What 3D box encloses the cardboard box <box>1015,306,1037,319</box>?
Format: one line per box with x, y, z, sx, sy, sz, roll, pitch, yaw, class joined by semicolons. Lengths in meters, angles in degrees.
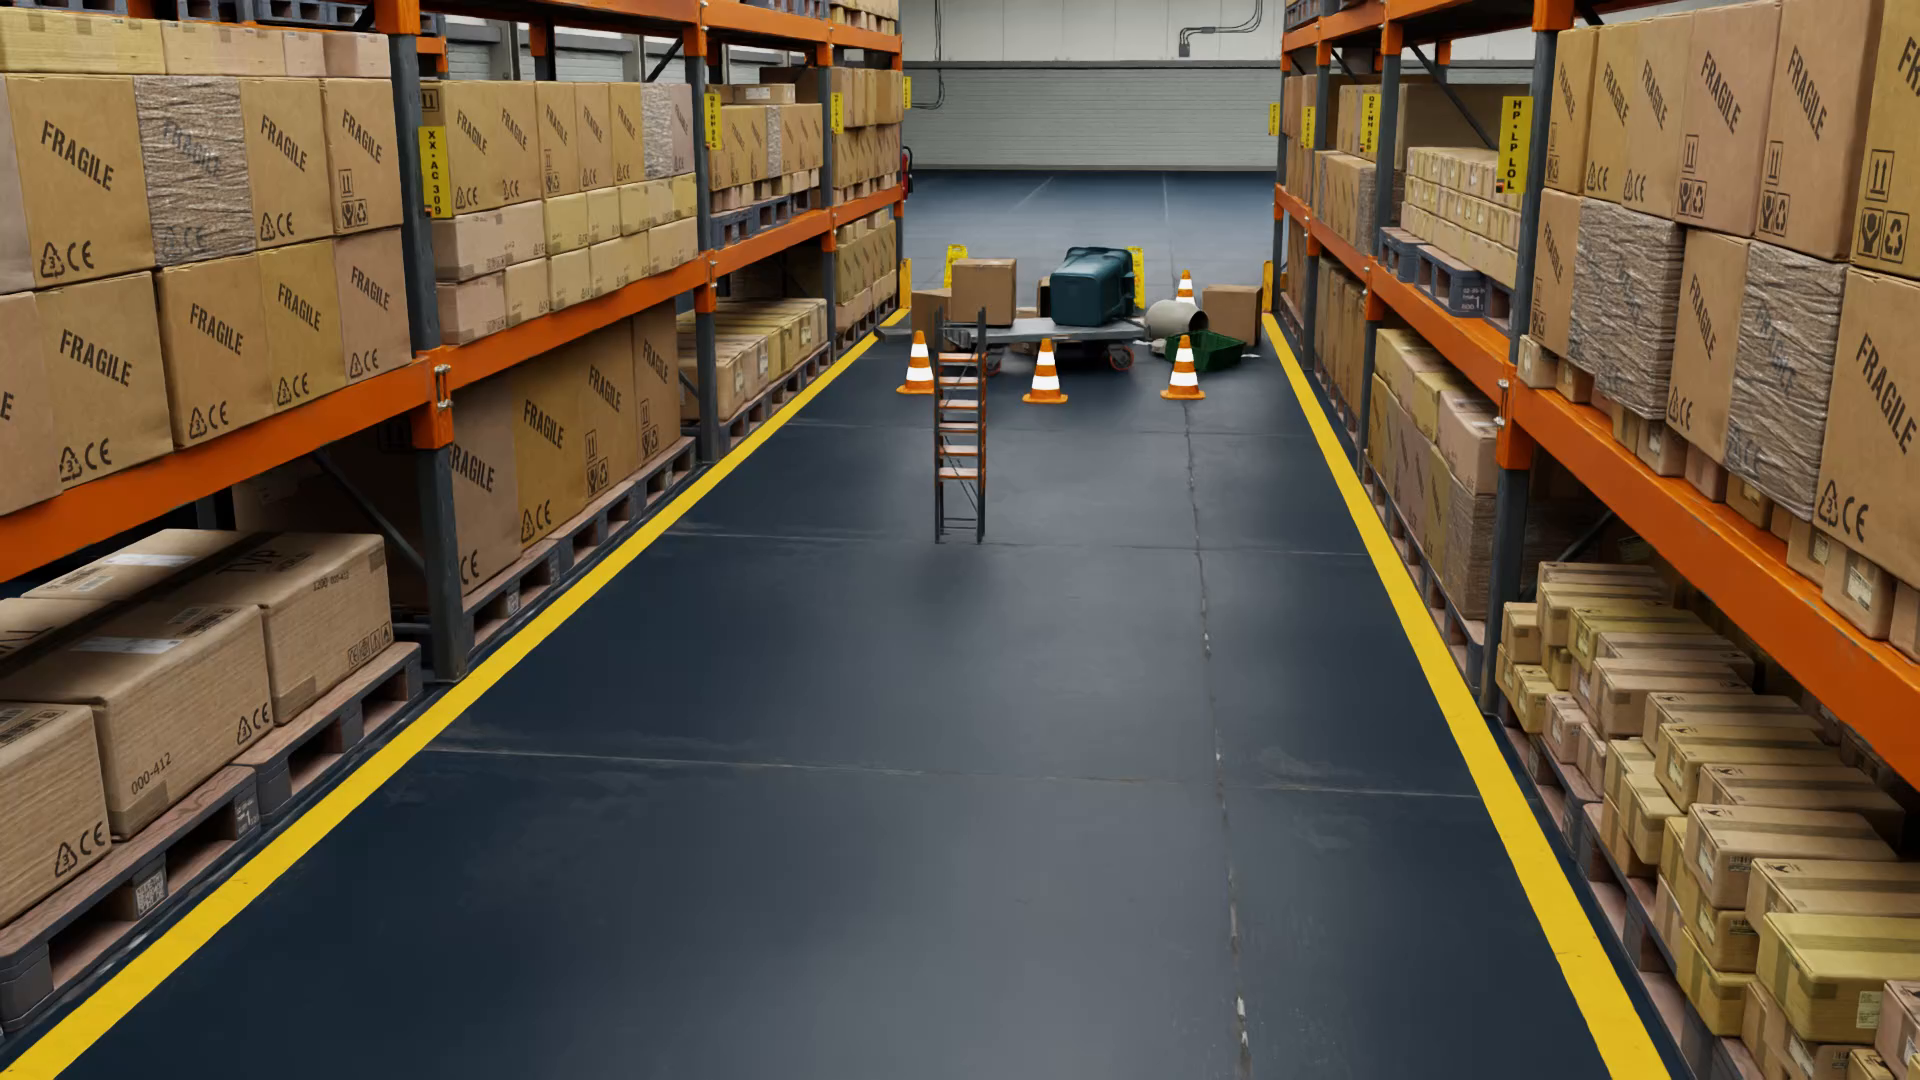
0.743;-2.241;16.665;0.380;0.149;0.250;11;19;35;cardboard box

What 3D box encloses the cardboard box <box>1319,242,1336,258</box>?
3.503;-2.198;14.309;0.875;0.875;0.875;2;15;7;cardboard box

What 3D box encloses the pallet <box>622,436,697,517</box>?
-2.182;-0.393;9.712;1.003;0.211;1.213;2;15;6;pallet

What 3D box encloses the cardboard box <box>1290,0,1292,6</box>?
3.400;-5.264;16.122;0.380;0.149;0.250;2;15;6;cardboard box

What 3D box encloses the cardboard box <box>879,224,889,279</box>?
-1.003;-2.903;16.678;0.500;0.500;0.500;2;15;8;cardboard box

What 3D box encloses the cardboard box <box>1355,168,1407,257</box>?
2.695;-1.995;10.102;0.500;0.500;0.500;2;15;6;cardboard box

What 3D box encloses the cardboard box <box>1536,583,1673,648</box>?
2.125;0.255;5.492;0.380;0.149;0.250;2;15;9;cardboard box

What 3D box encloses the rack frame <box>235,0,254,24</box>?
-6.500;-3.124;14.470;1.000;3.000;0.127;2;15;6;rack frame

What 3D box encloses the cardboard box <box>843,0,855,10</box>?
-1.197;-4.738;14.410;0.500;0.250;0.500;2;15;6;cardboard box

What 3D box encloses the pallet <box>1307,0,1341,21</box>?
3.465;-4.477;13.894;1.003;0.211;1.213;2;15;6;pallet

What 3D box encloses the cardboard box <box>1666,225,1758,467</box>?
1.981;-0.457;3.846;0.500;0.500;0.500;2;15;9;cardboard box

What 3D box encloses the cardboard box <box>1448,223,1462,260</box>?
2.482;-1.382;7.704;0.380;0.149;0.250;1;15;4;cardboard box

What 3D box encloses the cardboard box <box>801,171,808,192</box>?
-1.392;-2.783;12.885;0.380;0.149;0.250;1;15;5;cardboard box

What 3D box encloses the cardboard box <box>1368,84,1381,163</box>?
3.083;-2.734;10.918;0.700;0.500;0.500;1;15;5;cardboard box

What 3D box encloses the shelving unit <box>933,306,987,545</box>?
0.002;-0.583;8.519;0.258;1.200;0.189;2;15;6;shelving unit

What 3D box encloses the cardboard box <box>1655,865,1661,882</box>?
2.040;0.882;4.311;0.380;0.149;0.250;2;15;8;cardboard box

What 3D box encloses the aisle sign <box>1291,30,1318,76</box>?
3.524;-5.179;17.089;0.394;0.787;0.004;2;15;6;aisle sign

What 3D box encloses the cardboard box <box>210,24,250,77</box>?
-2.375;-1.463;4.977;0.380;0.149;0.250;2;15;6;cardboard box

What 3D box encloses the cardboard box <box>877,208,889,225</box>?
-0.922;-3.254;16.735;0.380;0.149;0.250;2;15;8;cardboard box

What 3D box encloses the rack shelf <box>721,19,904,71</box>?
-1.342;-4.599;15.554;1.077;0.370;4.000;2;15;6;rack shelf

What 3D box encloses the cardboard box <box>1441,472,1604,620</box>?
2.293;0.020;6.826;0.500;0.500;0.500;1;15;5;cardboard box

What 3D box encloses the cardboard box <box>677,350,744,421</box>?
-1.945;-1.022;10.925;0.950;0.372;0.625;1;15;2;cardboard box

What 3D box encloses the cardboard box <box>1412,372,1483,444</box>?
2.410;-0.614;7.733;0.500;0.250;0.500;1;15;4;cardboard box

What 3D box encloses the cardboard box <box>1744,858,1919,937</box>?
1.897;0.795;3.494;0.380;0.149;0.250;1;15;4;cardboard box

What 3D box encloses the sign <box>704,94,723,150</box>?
-1.467;-2.485;9.888;0.100;0.325;0.005;2;15;6;sign

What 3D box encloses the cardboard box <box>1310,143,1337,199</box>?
3.392;-3.028;13.826;0.875;0.550;0.550;2;15;6;cardboard box

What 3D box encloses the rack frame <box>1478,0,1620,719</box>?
2.460;-0.785;5.817;1.000;3.000;0.127;2;15;6;rack frame

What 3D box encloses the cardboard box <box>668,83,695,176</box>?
-1.817;-2.331;9.428;0.500;0.500;0.500;1;15;5;cardboard box

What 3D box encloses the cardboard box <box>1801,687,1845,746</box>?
2.622;0.472;4.688;0.380;0.149;0.250;1;15;4;cardboard box

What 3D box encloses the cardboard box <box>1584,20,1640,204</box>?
2.123;-1.214;4.730;0.500;0.500;0.500;1;15;5;cardboard box

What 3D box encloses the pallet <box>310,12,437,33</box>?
-6.154;-5.385;17.251;1.003;0.211;1.213;2;15;6;pallet

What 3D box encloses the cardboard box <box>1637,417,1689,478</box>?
2.002;-0.257;4.346;0.380;0.149;0.250;2;15;9;cardboard box

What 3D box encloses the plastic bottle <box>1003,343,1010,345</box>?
0.442;-1.840;15.350;0.133;0.061;0.283;4;16;16;plastic bottle

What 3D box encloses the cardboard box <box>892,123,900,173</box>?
-0.903;-4.060;17.167;0.500;0.500;0.500;1;15;5;cardboard box

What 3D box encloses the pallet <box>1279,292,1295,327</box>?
3.801;-2.341;16.916;1.003;0.211;1.213;2;15;6;pallet

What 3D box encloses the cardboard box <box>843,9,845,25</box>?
-1.217;-4.577;14.577;0.380;0.149;0.250;2;15;8;cardboard box

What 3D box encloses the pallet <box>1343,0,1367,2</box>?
2.931;-3.348;9.911;1.213;0.211;1.003;2;15;9;pallet

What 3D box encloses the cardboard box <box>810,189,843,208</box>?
-1.213;-2.930;14.233;0.380;0.149;0.250;2;15;6;cardboard box

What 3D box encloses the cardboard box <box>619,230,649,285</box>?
-1.933;-1.467;8.630;0.500;0.250;0.500;2;15;6;cardboard box

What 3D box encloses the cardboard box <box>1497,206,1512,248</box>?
2.368;-1.251;6.650;0.380;0.149;0.250;2;15;9;cardboard box

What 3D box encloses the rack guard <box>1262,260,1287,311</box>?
3.817;-2.697;17.677;1.175;0.500;0.348;2;15;6;rack guard

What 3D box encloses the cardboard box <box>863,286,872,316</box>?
-1.126;-2.276;15.796;0.500;0.250;0.500;1;15;6;cardboard box

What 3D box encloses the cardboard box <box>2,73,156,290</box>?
-2.427;-0.911;4.178;0.500;0.500;0.500;2;15;6;cardboard box

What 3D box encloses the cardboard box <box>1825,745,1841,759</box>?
2.524;0.675;4.508;0.380;0.149;0.250;1;15;4;cardboard box

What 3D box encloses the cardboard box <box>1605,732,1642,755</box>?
2.082;0.603;4.773;0.380;0.149;0.250;2;15;9;cardboard box

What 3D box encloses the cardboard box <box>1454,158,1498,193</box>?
2.488;-1.671;7.633;0.380;0.149;0.250;1;15;5;cardboard box

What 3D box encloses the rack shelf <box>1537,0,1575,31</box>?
2.234;-1.367;3.601;1.077;0.370;4.000;2;15;6;rack shelf

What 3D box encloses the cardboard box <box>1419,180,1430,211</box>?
2.602;-1.788;8.635;0.380;0.149;0.250;1;15;5;cardboard box

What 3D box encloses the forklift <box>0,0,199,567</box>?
-5.382;-1.351;8.044;3.031;2.935;1.130;-1;15;-3;forklift

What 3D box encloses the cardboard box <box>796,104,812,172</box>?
-1.446;-3.119;12.883;0.500;0.500;0.500;2;15;7;cardboard box

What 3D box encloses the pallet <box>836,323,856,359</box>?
-1.527;-1.808;14.945;1.003;0.211;1.213;2;15;6;pallet

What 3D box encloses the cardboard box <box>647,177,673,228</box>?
-1.875;-1.844;9.066;0.500;0.250;0.500;1;15;5;cardboard box

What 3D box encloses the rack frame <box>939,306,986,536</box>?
0.012;-0.607;8.607;0.240;1.200;0.006;2;15;6;rack frame
